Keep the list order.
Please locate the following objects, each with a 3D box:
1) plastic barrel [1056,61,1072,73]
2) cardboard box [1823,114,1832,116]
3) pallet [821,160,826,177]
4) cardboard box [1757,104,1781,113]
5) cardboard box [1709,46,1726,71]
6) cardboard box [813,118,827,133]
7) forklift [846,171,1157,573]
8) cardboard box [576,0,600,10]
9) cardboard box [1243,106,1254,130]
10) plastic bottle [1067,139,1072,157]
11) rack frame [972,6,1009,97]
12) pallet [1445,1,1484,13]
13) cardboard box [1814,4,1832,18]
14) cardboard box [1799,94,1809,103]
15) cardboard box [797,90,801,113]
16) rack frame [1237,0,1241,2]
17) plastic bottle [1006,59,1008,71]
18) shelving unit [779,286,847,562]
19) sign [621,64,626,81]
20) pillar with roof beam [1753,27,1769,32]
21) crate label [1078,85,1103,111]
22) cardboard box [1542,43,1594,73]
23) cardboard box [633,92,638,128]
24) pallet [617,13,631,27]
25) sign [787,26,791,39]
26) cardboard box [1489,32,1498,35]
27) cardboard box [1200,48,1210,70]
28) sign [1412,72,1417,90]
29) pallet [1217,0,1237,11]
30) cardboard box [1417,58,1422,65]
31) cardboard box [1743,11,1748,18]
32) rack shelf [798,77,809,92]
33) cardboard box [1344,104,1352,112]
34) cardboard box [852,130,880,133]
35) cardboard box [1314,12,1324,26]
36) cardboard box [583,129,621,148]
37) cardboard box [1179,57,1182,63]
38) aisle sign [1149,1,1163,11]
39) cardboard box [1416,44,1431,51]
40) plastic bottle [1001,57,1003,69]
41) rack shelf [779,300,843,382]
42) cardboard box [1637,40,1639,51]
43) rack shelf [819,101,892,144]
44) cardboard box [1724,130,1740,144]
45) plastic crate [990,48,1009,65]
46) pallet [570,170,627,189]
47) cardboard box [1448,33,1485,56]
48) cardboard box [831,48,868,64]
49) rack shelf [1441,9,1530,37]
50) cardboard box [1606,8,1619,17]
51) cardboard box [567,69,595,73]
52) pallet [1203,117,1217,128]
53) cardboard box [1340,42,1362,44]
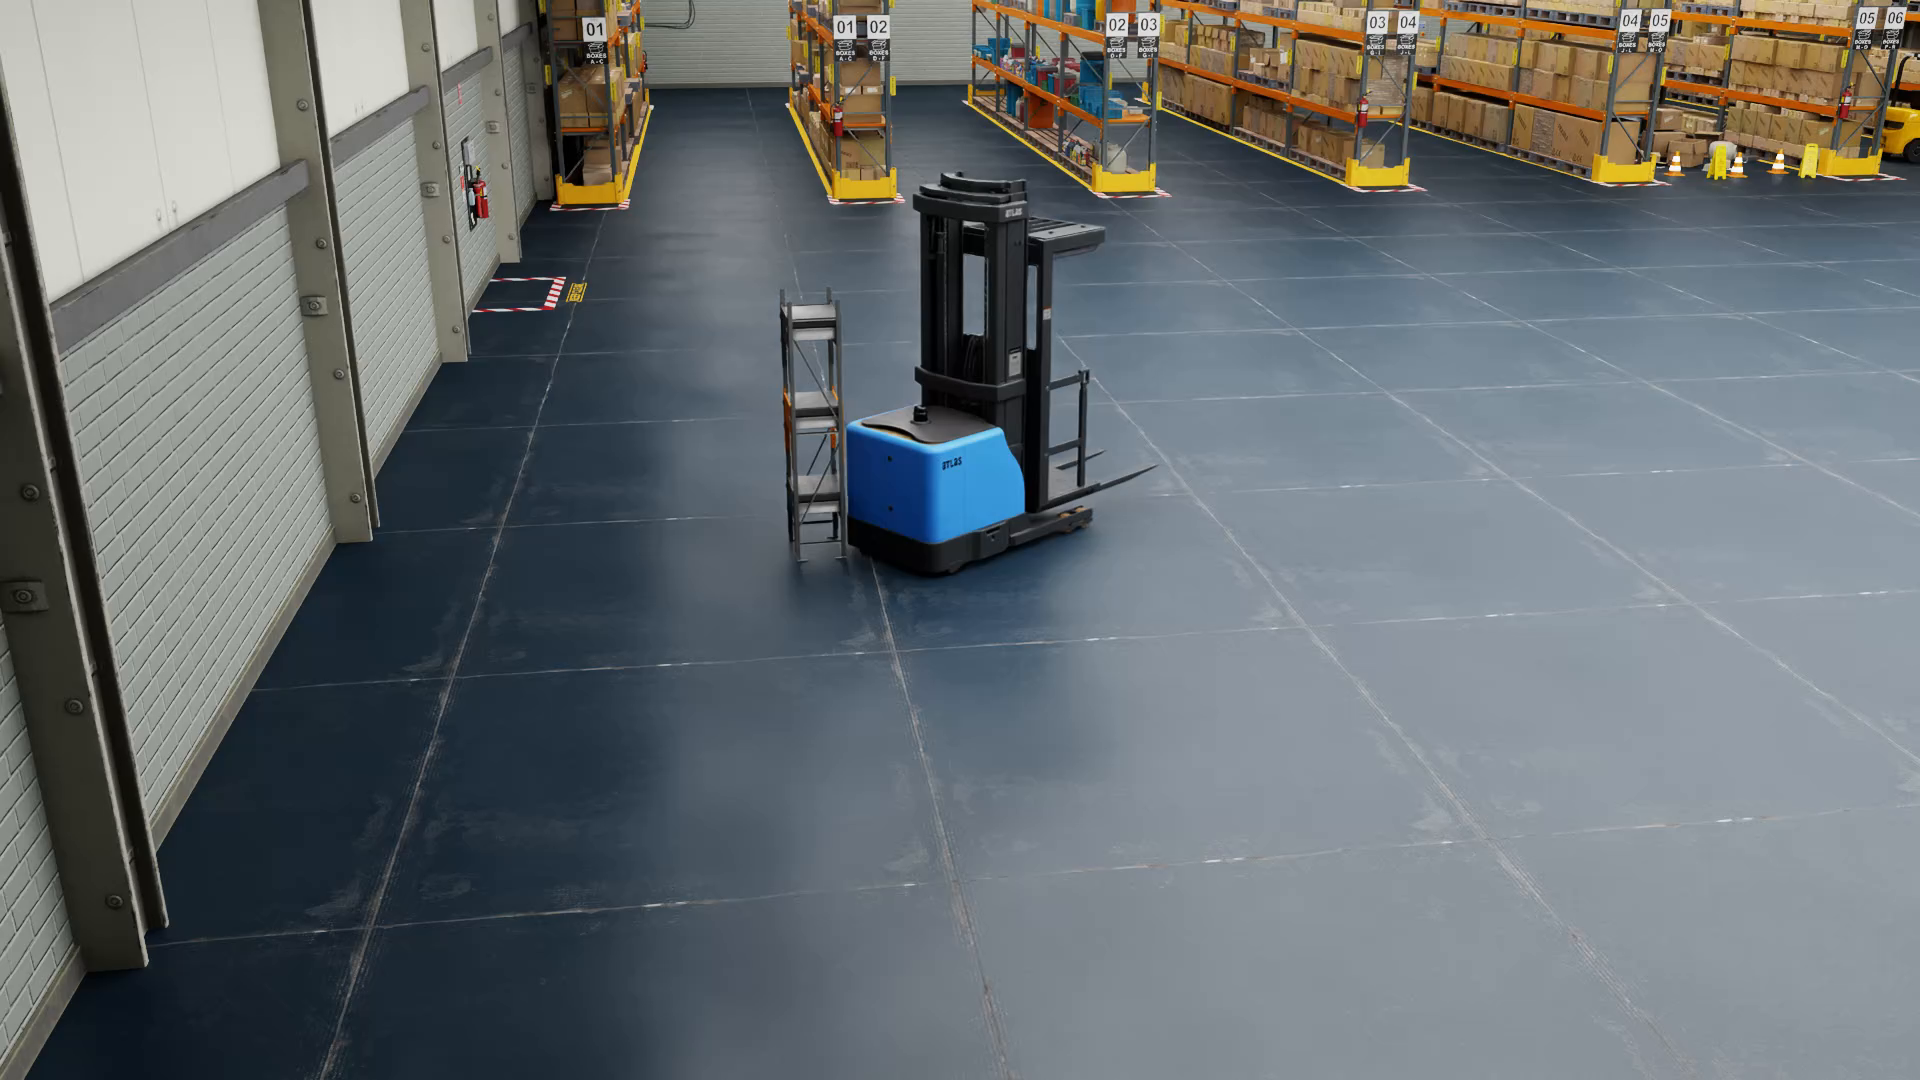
[{"bbox_3d":[2.345,-10.465,37.289,0.421,0.512,0.421,0,20,0],"label":"plastic barrel"},{"bbox_3d":[21.681,-10.627,40.676,0.875,0.625,0.625,-2,21,-6],"label":"cardboard box"},{"bbox_3d":[-2.267,-7.541,33.605,1.003,0.211,1.213,-3,21,-8],"label":"pallet"},{"bbox_3d":[17.164,-9.152,35.263,0.380,0.149,0.250,-2,21,-5],"label":"cardboard box"},{"bbox_3d":[16.976,-10.654,36.787,0.500,0.500,0.500,-3,21,-9],"label":"cardboard box"},{"bbox_3d":[-2.901,-8.949,35.917,0.500,0.311,0.500,-3,21,-8],"label":"cardboard box"},{"bbox_3d":[0.472,-1.542,13.656,1.130,2.935,3.031,19,28,41],"label":"forklift"},{"bbox_3d":[-6.480,-9.564,29.149,0.500,0.500,0.500,-4,21,-12],"label":"cardboard box"},{"bbox_3d":[7.003,-9.812,38.644,0.700,0.500,0.500,-4,21,-11],"label":"cardboard box"},{"bbox_3d":[2.268,-8.038,34.108,0.144,0.351,0.185,-2,21,-6],"label":"plastic bottle"},{"bbox_3d":[0.833,-13.528,45.650,1.000,3.000,0.127,-3,21,-8],"label":"rack frame"},{"bbox_3d":[11.955,-12.320,38.397,1.213,0.211,1.003,-2,21,-5],"label":"pallet"},{"bbox_3d":[17.448,-10.551,33.180,0.500,0.250,0.500,-3,21,-8],"label":"cardboard box"},{"bbox_3d":[17.352,-8.999,33.881,0.380,0.149,0.250,-3,21,-7],"label":"cardboard box"},{"bbox_3d":[-3.856,-11.113,42.126,0.500,0.500,0.500,-3,21,-8],"label":"cardboard box"},{"bbox_3d":[6.887,-13.818,37.853,1.000,3.000,0.127,-3,21,-8],"label":"rack frame"},{"bbox_3d":[1.168,-11.633,40.741,0.061,0.283,0.133,-3,21,-8],"label":"plastic bottle"},{"bbox_3d":[-1.158,-0.908,13.146,0.431,2.100,0.503,-4,21,-11],"label":"shelving unit"},{"bbox_3d":[-6.705,-9.309,33.117,0.100,0.325,0.005,-3,21,-8],"label":"sign"},{"bbox_3d":[17.560,-16.024,43.759,9.100,9.000,0.400,-3,21,-8],"label":"pillar with roof beam"},{"bbox_3d":[2.606,-8.629,32.481,0.502,0.435,0.616,-3,21,-8],"label":"crate label"},{"bbox_3d":[12.542,-9.907,34.195,0.875,0.550,0.550,-3,21,-8],"label":"cardboard box"},{"bbox_3d":[-7.914,-10.013,38.711,0.750,0.750,0.750,-3,21,-8],"label":"cardboard box"},{"bbox_3d":[-7.225,-10.410,33.282,1.213,0.211,1.003,-3,21,-8],"label":"pallet"},{"bbox_3d":[-4.606,-13.658,44.759,0.100,0.325,0.005,-3,21,-8],"label":"sign"},{"bbox_3d":[15.325,-14.144,47.155,0.500,0.500,0.500,-3,21,-8],"label":"cardboard box"},{"bbox_3d":[6.274,-11.921,41.203,0.500,0.500,0.500,-3,21,-9],"label":"cardboard box"},{"bbox_3d":[8.577,-8.671,31.408,0.100,0.325,0.005,-3,21,-8],"label":"sign"},{"bbox_3d":[6.742,-12.545,39.000,1.213,0.211,1.003,-2,21,-5],"label":"pallet"},{"bbox_3d":[11.250,-11.536,40.075,0.380,0.149,0.250,-3,21,-8],"label":"cardboard box"},{"bbox_3d":[17.070,-11.289,35.726,0.380,0.149,0.250,-3,21,-9],"label":"cardboard box"},{"bbox_3d":[-3.205,-10.865,39.548,1.077,0.370,4.000,-3,21,-8],"label":"rack shelf"},{"bbox_3d":[7.673,-8.379,32.223,0.380,0.149,0.250,-3,21,-8],"label":"cardboard box"},{"bbox_3d":[-1.834,-7.716,32.346,0.500,0.500,0.500,-3,21,-8],"label":"cardboard box"},{"bbox_3d":[7.417,-10.434,33.292,0.500,0.250,0.500,-4,21,-10],"label":"cardboard box"},{"bbox_3d":[-7.364,-8.163,34.228,0.700,0.500,0.500,-2,21,-6],"label":"cardboard box"},{"bbox_3d":[5.905,-12.454,43.132,0.380,0.149,0.250,-3,21,-7],"label":"cardboard box"},{"bbox_3d":[5.427,-15.006,45.890,0.394,0.787,0.004,-3,21,-8],"label":"aisle sign"},{"bbox_3d":[11.214,-11.905,40.213,0.380,0.149,0.250,-2,21,-6],"label":"cardboard box"},{"bbox_3d":[1.059,-11.894,41.441,0.061,0.283,0.133,-3,21,-8],"label":"plastic bottle"},{"bbox_3d":[-1.158,-1.551,12.906,0.431,0.518,0.480,-4,21,-11],"label":"rack shelf"},{"bbox_3d":[16.360,-12.189,40.492,0.500,0.500,0.500,-3,21,-9],"label":"cardboard box"},{"bbox_3d":[-2.051,-8.095,32.132,1.077,0.370,4.000,-3,21,-8],"label":"rack shelf"},{"bbox_3d":[17.088,-8.814,36.357,0.500,0.250,0.500,-4,21,-10],"label":"cardboard box"},{"bbox_3d":[1.004,-12.308,42.321,0.392,0.384,0.575,-3,21,-8],"label":"plastic crate"},{"bbox_3d":[-6.930,-6.913,31.924,1.003,0.211,1.213,-3,21,-8],"label":"pallet"},{"bbox_3d":[11.865,-11.583,38.868,0.700,0.500,0.500,-3,21,-8],"label":"cardboard box"},{"bbox_3d":[-2.124,-9.278,32.272,0.700,0.500,0.500,-3,21,-8],"label":"cardboard box"},{"bbox_3d":[12.098,-11.599,37.225,1.077,0.370,4.000,-3,21,-8],"label":"rack shelf"},{"bbox_3d":[12.580,-10.082,31.753,0.380,0.149,0.250,-3,21,-8],"label":"cardboard box"},{"bbox_3d":[-7.309,-8.812,32.135,0.500,0.500,0.500,-3,21,-8],"label":"cardboard box"},{"bbox_3d":[6.675,-10.400,41.260,1.003,0.211,1.213,-3,21,-8],"label":"pallet"},{"bbox_3d":[7.945,-9.790,33.643,0.500,0.500,0.500,-3,21,-8],"label":"cardboard box"}]
